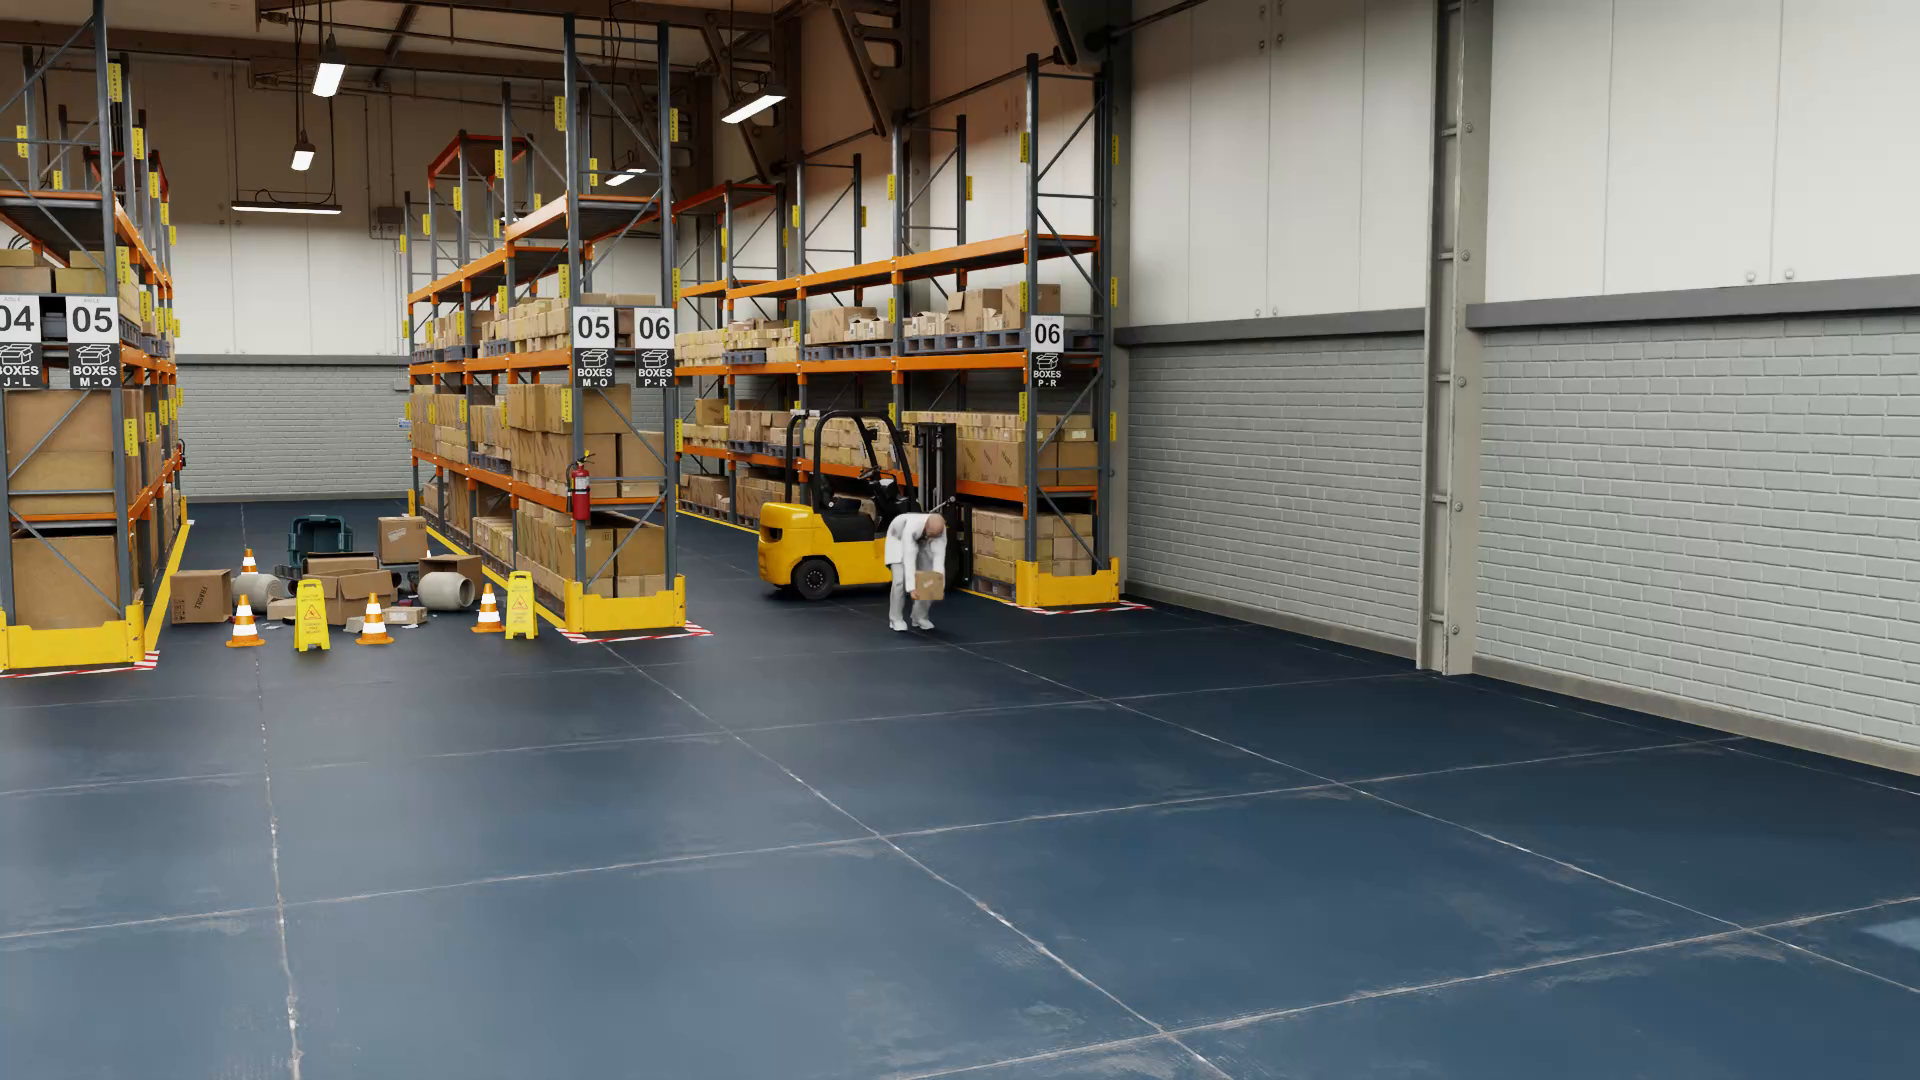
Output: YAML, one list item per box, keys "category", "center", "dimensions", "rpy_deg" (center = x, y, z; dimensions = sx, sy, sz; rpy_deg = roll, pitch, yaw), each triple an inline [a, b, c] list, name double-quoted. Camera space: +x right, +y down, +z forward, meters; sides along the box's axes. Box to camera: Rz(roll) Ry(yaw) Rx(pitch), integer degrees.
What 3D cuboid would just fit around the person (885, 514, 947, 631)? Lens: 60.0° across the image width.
- category: "person"
  center: [-0.402, 0.314, 16.427]
  dimensions: [0.562, 1.204, 0.939]
  rpy_deg: [-3, 6, -26]
